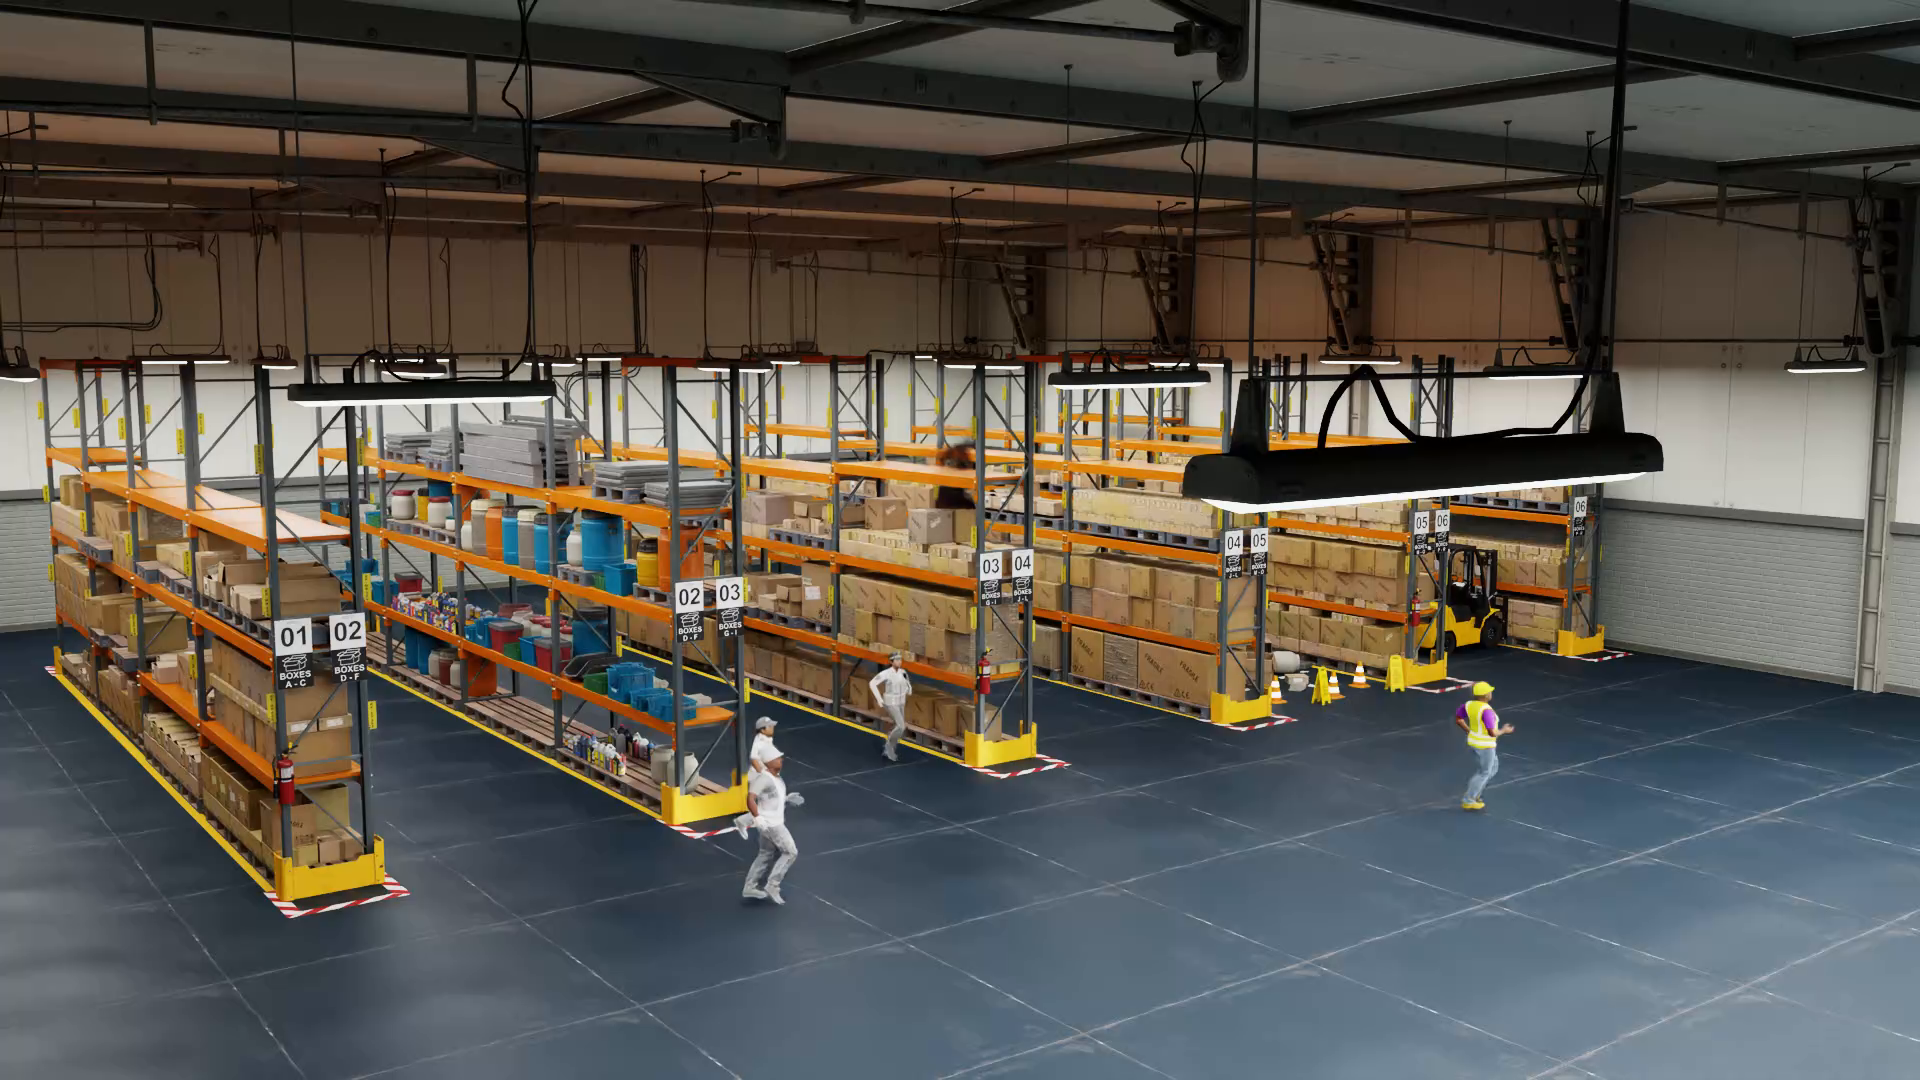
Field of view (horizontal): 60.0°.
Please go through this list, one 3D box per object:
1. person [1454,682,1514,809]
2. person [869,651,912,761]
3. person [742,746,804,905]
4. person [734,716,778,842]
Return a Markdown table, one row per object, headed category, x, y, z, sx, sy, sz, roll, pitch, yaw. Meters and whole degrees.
| category | x | y | z | sx | sy | sz | roll | pitch | yaw |
| --- | --- | --- | --- | --- | --- | --- | --- | --- | --- |
| person | 7.083 | 2.779 | 22.418 | 0.649 | 1.772 | 0.677 | -1 | 7 | -8 |
| person | -0.957 | 2.489 | 25.028 | 0.611 | 1.669 | 0.598 | 6 | 9 | 43 |
| person | -2.107 | 3.214 | 18.775 | 0.722 | 1.804 | 0.670 | -1 | 7 | -10 |
| person | -2.555 | 3.036 | 20.900 | 0.601 | 1.655 | 0.622 | -1 | 7 | -10 |
